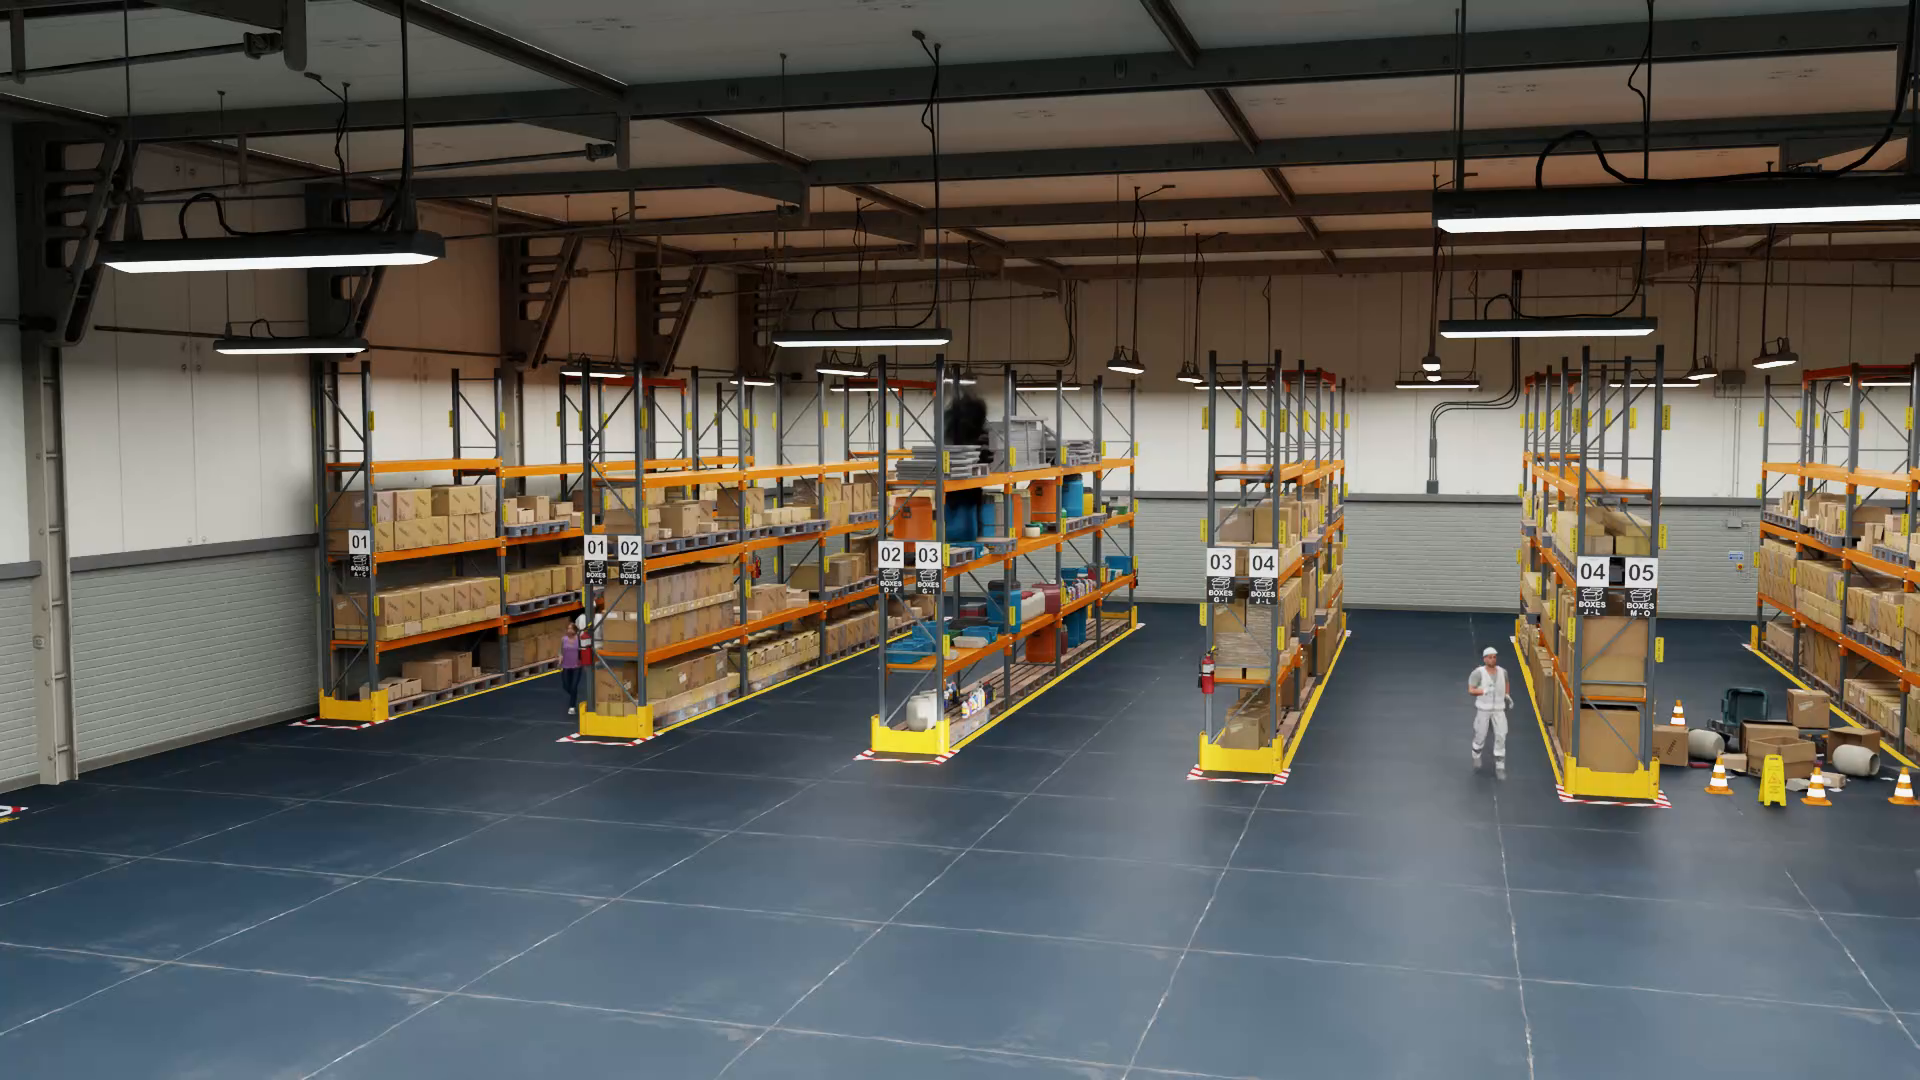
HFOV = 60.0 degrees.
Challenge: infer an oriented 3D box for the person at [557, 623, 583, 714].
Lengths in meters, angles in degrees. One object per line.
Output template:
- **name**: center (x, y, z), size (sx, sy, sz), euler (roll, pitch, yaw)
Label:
- **person**: center (-6.655, 2.191, 28.586), size (0.537, 1.558, 0.549), euler (0, 4, -3)

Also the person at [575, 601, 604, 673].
- **person**: center (-6.623, 1.980, 29.817), size (0.657, 1.841, 0.736), euler (1, 4, 8)

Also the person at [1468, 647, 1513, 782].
- **person**: center (7.469, 2.410, 23.420), size (0.656, 1.808, 0.927), euler (0, 4, 2)
